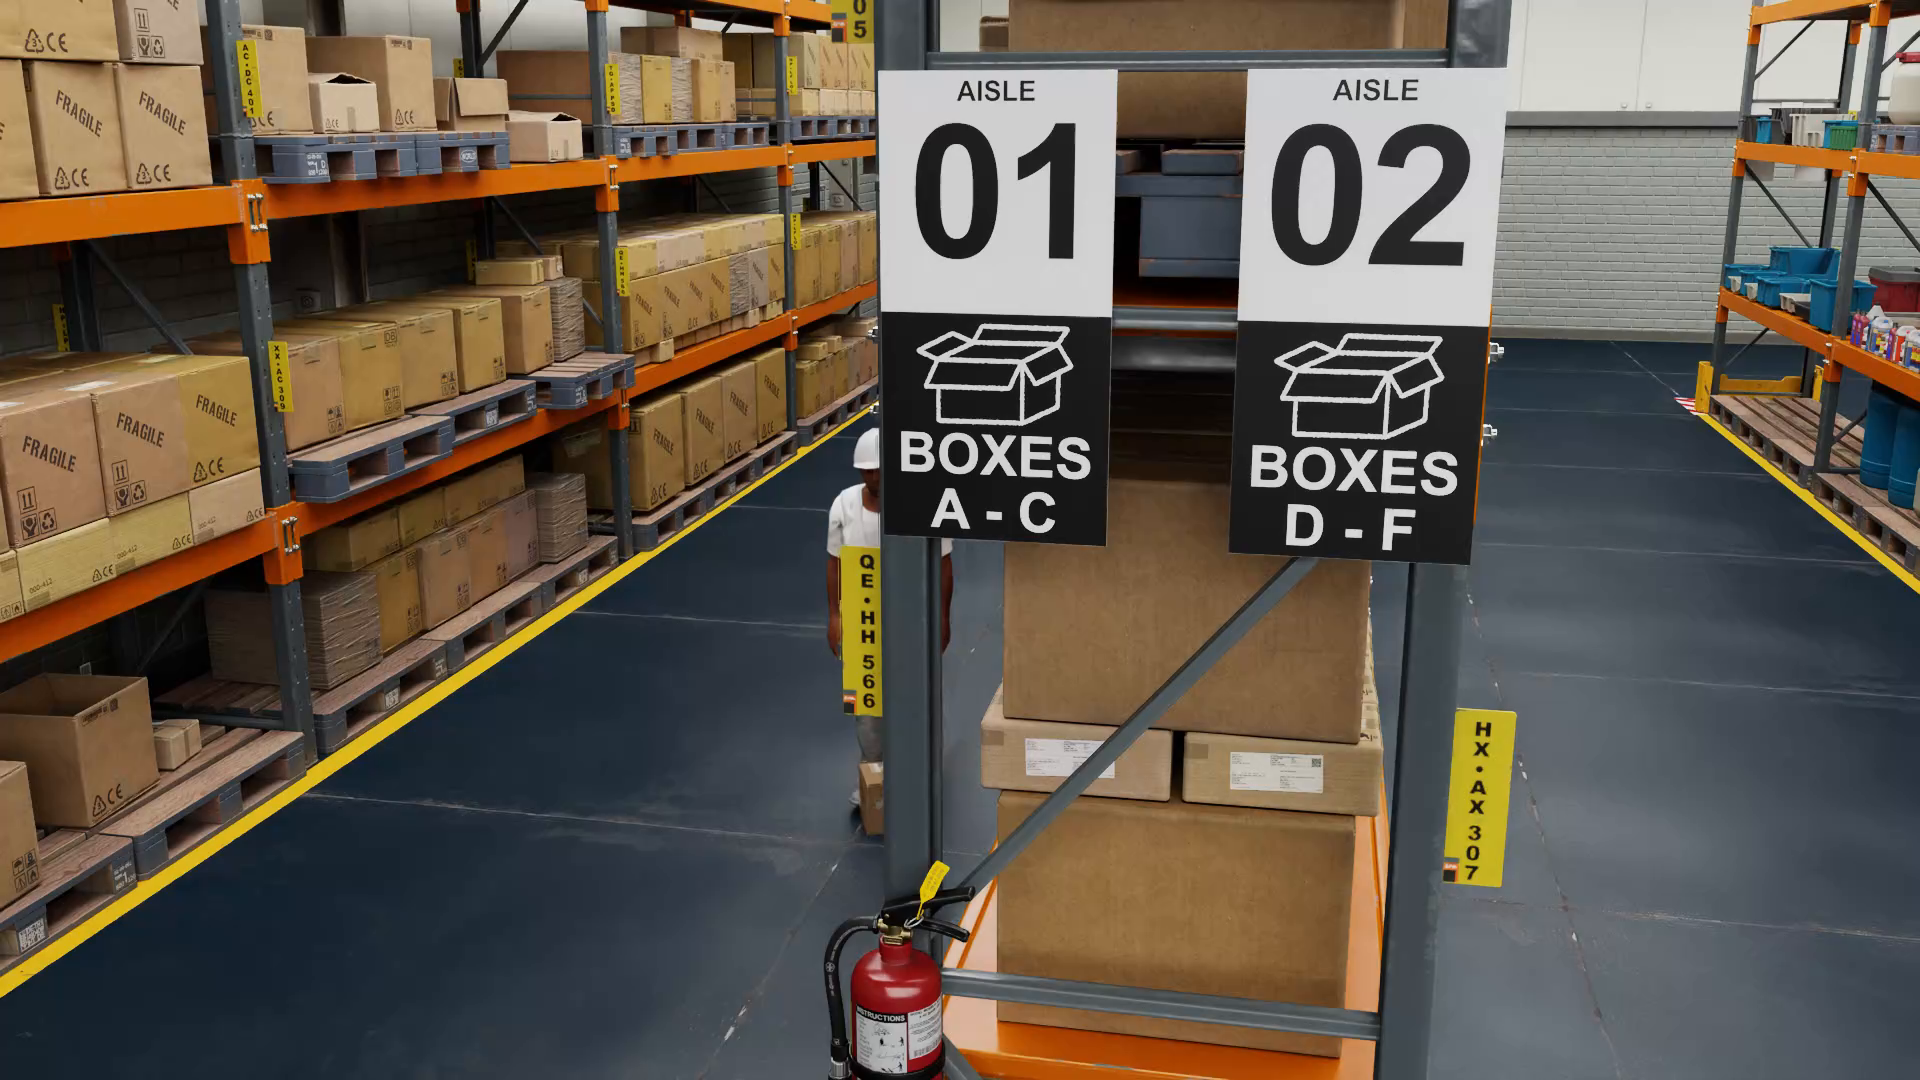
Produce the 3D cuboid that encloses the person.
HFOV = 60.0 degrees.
[{"bbox_3d":[-0.324,0.345,7.553,0.582,1.756,0.546,4,15,14],"label":"person"}]
